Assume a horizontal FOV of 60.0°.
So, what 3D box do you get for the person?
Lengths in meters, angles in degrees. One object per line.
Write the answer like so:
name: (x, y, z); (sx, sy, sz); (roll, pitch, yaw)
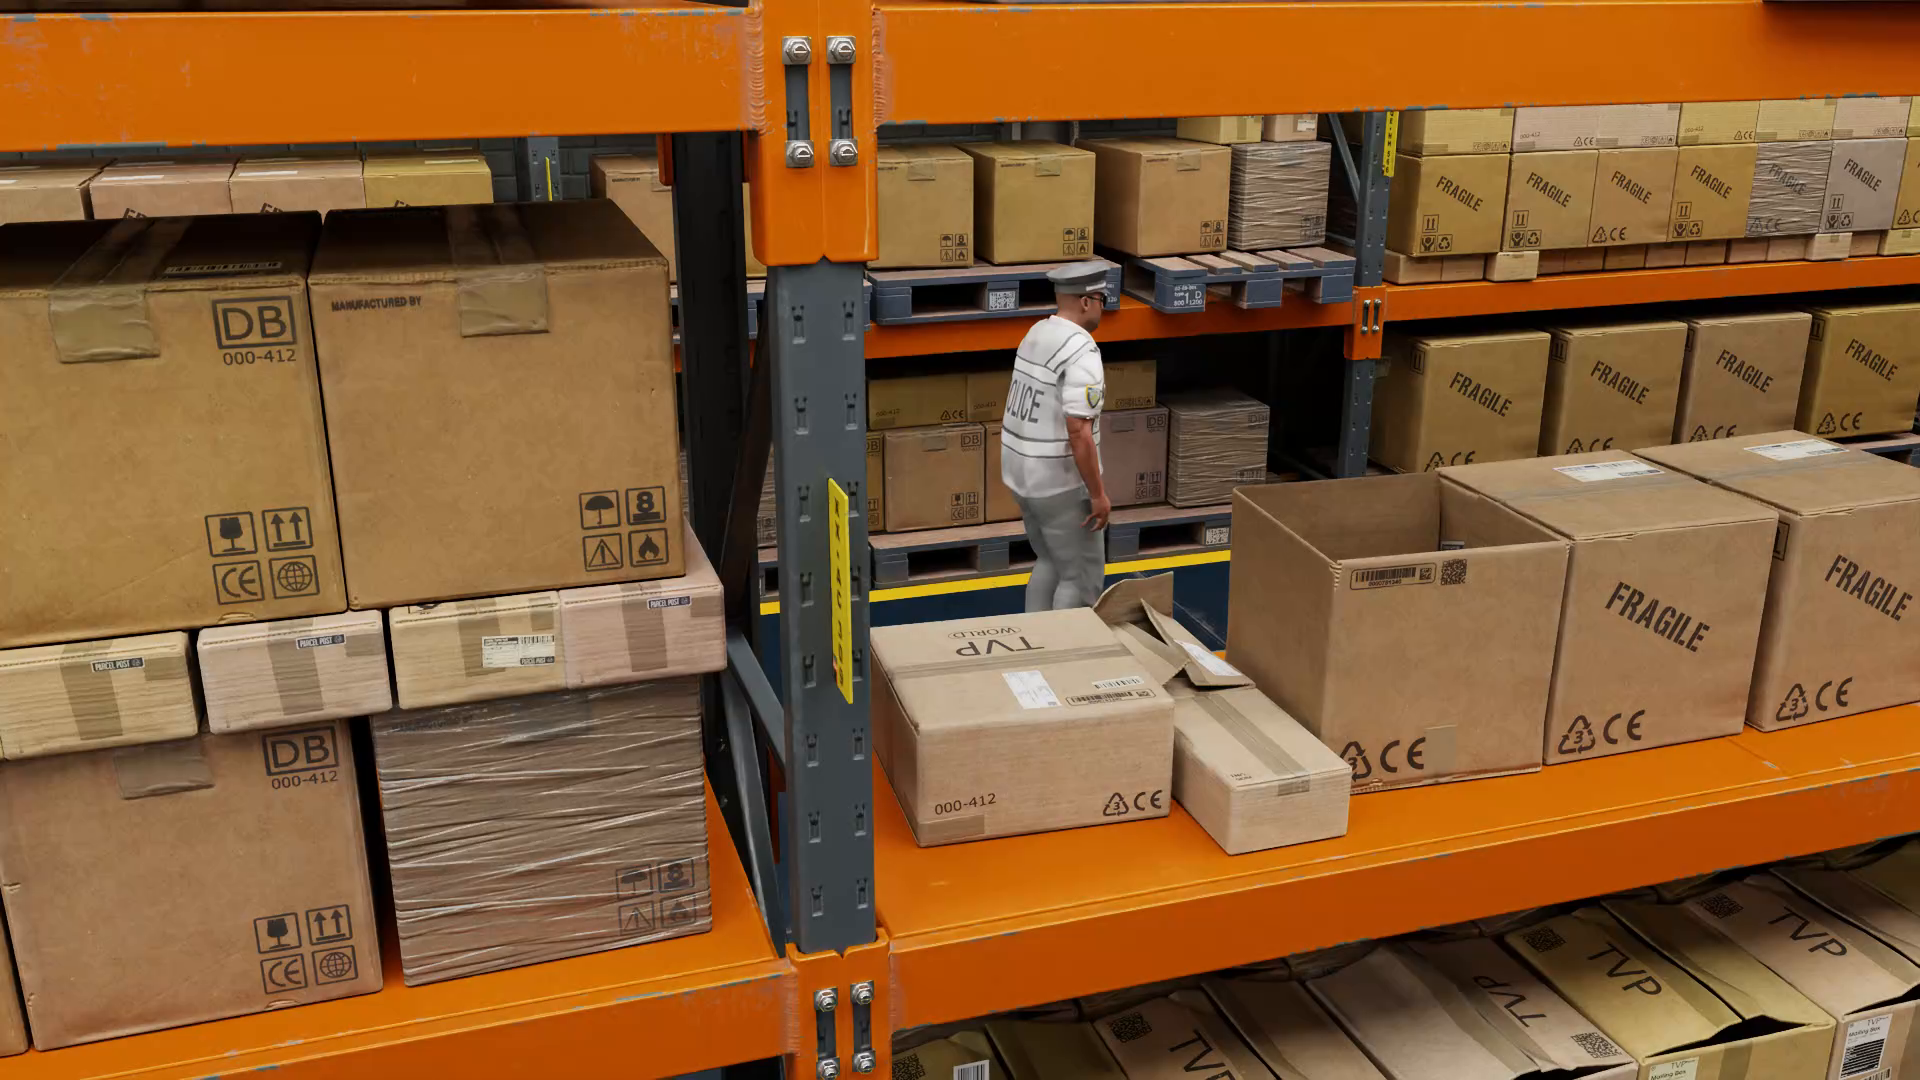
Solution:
person: (0.407, -0.243, 6.753); (0.440, 1.749, 0.606); (-7, 20, -20)
